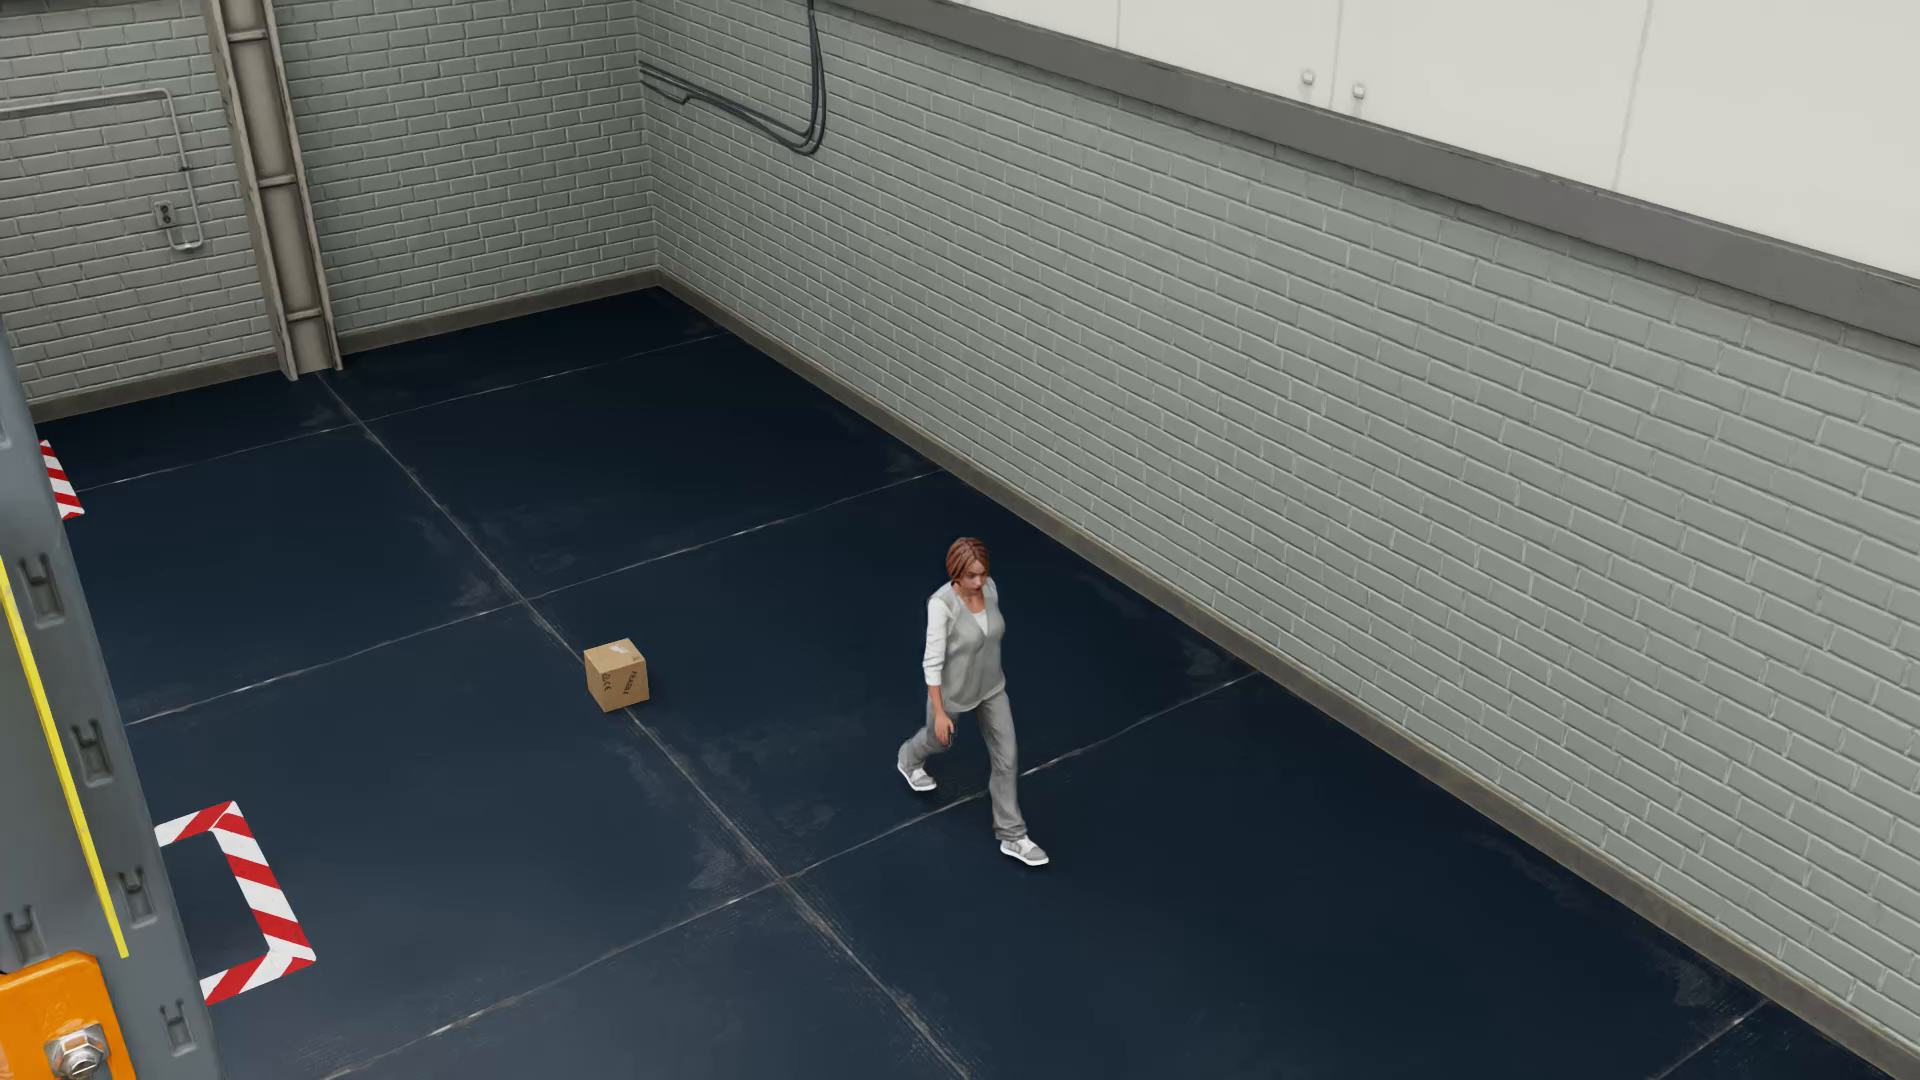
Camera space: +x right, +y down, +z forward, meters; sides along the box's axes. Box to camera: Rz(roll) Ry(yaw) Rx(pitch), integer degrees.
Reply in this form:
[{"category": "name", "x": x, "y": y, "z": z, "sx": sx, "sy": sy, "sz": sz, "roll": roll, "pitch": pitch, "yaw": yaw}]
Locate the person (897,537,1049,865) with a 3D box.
[{"category": "person", "x": 0.015, "y": 0.677, "z": 7.464, "sx": 0.458, "sy": 1.528, "sz": 0.974, "roll": -18, "pitch": 34, "yaw": -29}]
